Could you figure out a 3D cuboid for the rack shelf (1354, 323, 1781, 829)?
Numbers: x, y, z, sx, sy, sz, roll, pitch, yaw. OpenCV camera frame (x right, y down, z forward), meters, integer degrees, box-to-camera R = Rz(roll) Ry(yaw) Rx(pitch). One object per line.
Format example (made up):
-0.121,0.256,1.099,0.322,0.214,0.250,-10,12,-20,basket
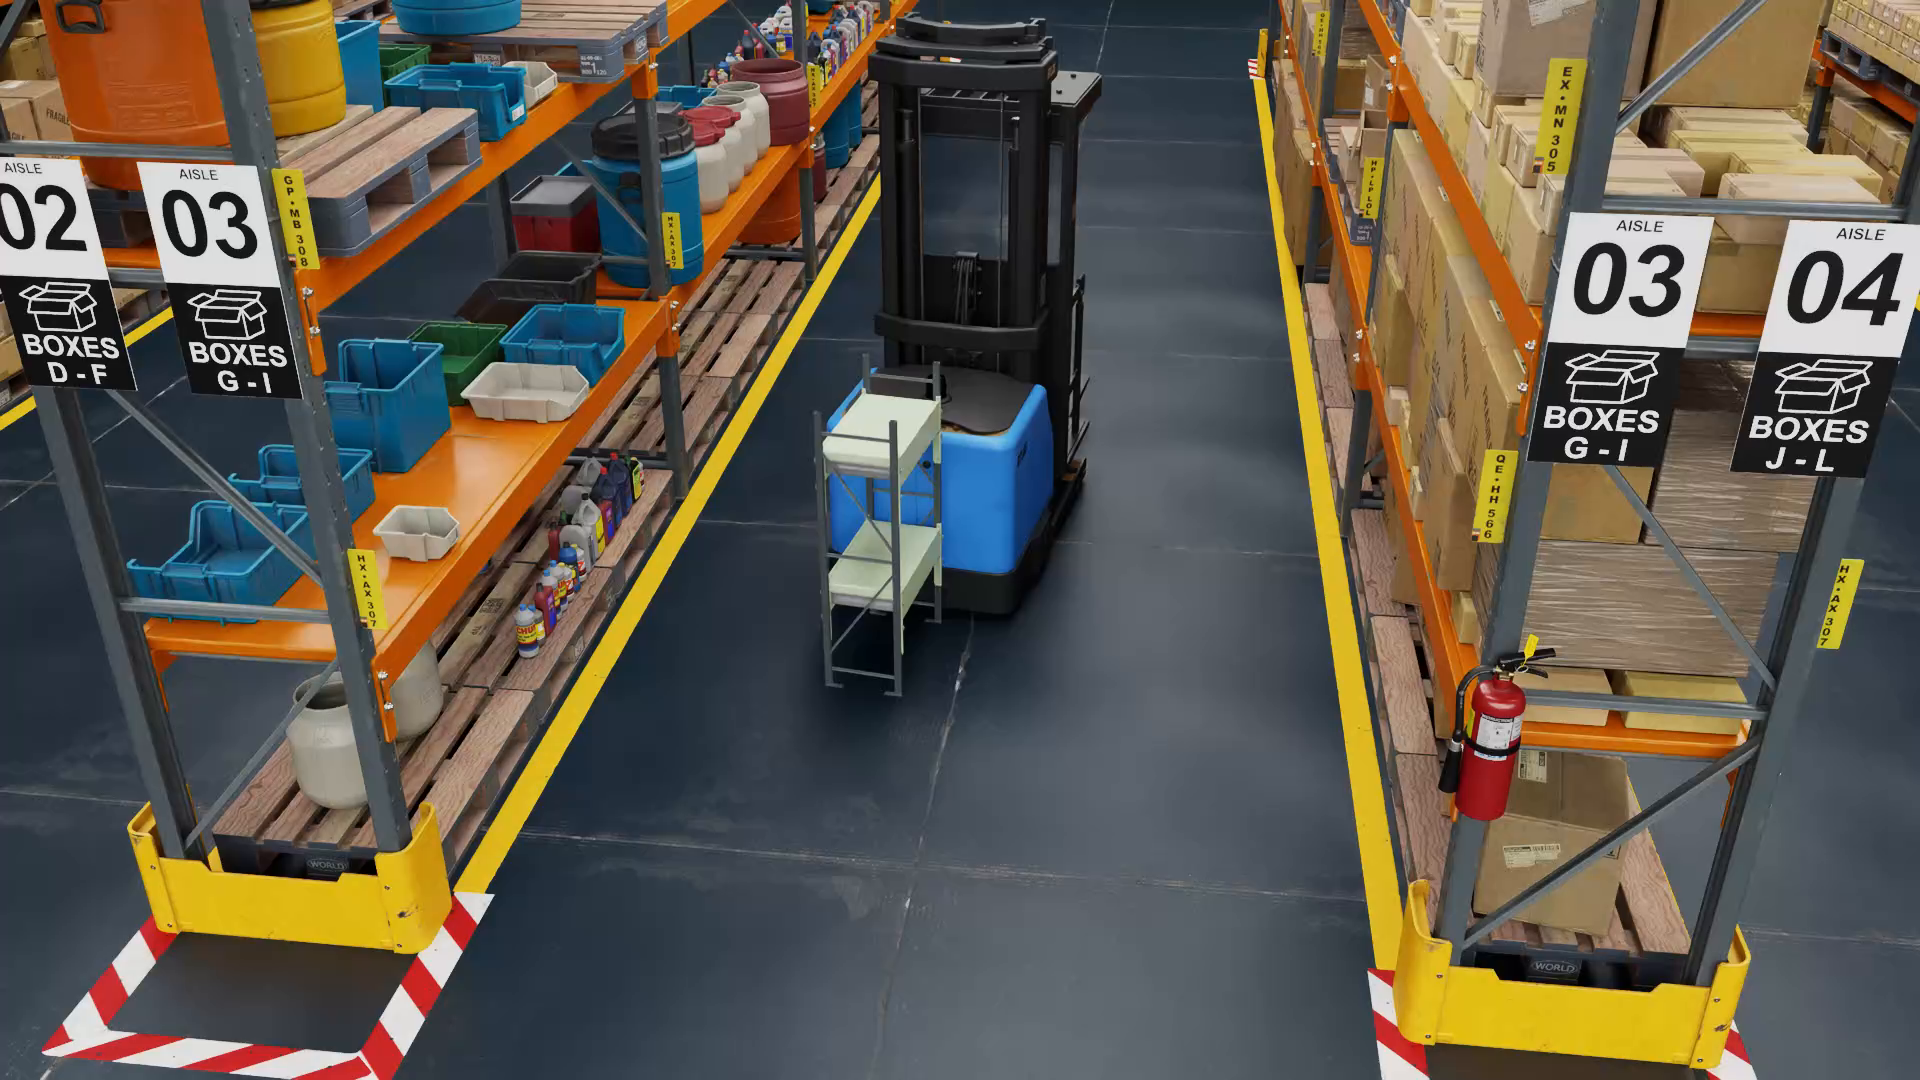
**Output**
2.492,-0.071,7.477,1.077,0.370,4.000,3,28,6,rack shelf

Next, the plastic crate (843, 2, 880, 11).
-0.999,-5.503,17.018,0.396,0.136,0.243,3,28,6,plastic crate

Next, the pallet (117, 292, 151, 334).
-6.895,-1.604,12.504,1.003,0.211,1.213,3,28,6,pallet

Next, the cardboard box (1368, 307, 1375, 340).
2.412,-1.135,8.958,0.380,0.149,0.250,3,28,6,cardboard box

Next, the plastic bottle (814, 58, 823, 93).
-1.196,-3.911,13.970,0.061,0.283,0.133,3,28,6,plastic bottle

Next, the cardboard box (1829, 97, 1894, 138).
8.275,-3.841,15.119,0.500,0.250,0.500,2,28,4,cardboard box

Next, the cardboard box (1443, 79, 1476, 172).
2.240,-1.655,6.655,0.500,0.250,0.500,3,28,5,cardboard box

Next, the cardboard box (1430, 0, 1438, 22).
2.427,-2.494,7.793,0.380,0.149,0.250,2,28,4,cardboard box

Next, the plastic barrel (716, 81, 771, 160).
-1.602,-3.052,12.135,0.421,0.512,0.421,0,28,0,plastic barrel

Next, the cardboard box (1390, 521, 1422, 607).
2.586,0.043,8.701,0.500,0.500,0.500,13,31,22,cardboard box

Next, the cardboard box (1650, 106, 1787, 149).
2.685,-1.473,5.896,0.380,0.149,0.250,3,28,6,cardboard box

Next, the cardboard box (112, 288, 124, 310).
-6.611,-1.780,12.348,0.500,0.250,0.500,4,29,7,cardboard box

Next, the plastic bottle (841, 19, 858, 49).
-1.032,-4.714,15.468,0.152,0.276,0.135,3,28,6,plastic bottle

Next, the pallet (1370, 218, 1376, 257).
2.975,-1.596,9.751,1.003,0.211,1.213,3,28,6,pallet

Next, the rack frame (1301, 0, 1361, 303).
3.227,-3.212,12.549,1.000,3.000,0.127,3,28,6,rack frame

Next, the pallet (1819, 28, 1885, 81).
8.390,-4.323,14.814,1.003,0.211,1.213,3,28,6,pallet

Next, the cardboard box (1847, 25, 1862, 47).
8.060,-4.426,14.625,0.380,0.149,0.250,4,29,7,cardboard box

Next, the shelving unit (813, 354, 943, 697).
-0.387,-0.074,8.305,0.431,1.500,0.755,7,29,13,shelving unit

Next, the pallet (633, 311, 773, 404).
-1.974,-1.337,12.009,1.003,0.211,1.213,3,28,6,pallet

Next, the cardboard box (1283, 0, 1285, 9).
3.524,-5.510,17.079,0.380,0.149,0.250,4,29,7,cardboard box

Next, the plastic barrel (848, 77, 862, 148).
-1.282,-4.388,16.503,0.600,0.901,0.708,3,28,6,plastic barrel

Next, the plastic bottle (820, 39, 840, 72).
-1.144,-4.283,14.667,0.152,0.276,0.135,3,28,6,plastic bottle

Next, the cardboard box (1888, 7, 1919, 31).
7.966,-4.328,13.815,0.380,0.149,0.250,4,29,8,cardboard box

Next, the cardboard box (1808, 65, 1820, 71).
9.096,-4.960,17.729,0.380,0.149,0.250,2,28,4,cardboard box

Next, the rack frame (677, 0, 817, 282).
-1.688,-3.500,13.083,1.000,3.000,0.127,3,28,6,rack frame

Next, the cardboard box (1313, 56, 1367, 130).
3.042,-3.502,12.983,0.500,0.500,0.500,4,29,8,cardboard box

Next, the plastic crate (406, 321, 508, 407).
-2.625,-0.901,8.483,0.450,0.188,0.662,3,28,6,plastic crate

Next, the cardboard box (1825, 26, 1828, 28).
8.430,-4.796,15.755,0.380,0.149,0.250,3,28,6,cardboard box

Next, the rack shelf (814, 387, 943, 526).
-0.387,-0.417,8.120,0.431,0.370,0.720,7,29,13,rack shelf

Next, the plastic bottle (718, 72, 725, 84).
-2.002,-3.789,13.830,0.097,0.201,0.097,0,28,0,plastic bottle

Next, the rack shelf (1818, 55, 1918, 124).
8.383,-3.501,13.844,1.077,0.370,4.000,3,28,6,rack shelf

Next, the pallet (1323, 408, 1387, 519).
2.831,-0.468,10.396,1.003,0.211,1.213,3,28,6,pallet

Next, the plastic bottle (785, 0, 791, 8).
-1.683,-5.120,16.215,0.061,0.283,0.133,3,28,6,plastic bottle

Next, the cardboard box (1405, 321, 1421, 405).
2.563,-0.821,7.692,0.875,0.500,0.500,3,28,6,cardboard box

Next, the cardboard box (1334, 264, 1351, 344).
3.110,-1.727,11.964,0.700,0.500,0.500,1,28,2,cardboard box

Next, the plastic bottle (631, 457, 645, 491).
-1.913,-0.390,9.797,0.097,0.201,0.097,0,28,0,plastic bottle

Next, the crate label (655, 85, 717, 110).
-2.078,-3.063,12.236,0.502,0.435,0.616,3,28,6,crate label

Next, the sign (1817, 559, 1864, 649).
2.786,0.204,5.295,0.100,0.325,0.005,3,28,6,sign

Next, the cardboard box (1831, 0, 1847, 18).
8.123,-4.805,15.015,0.380,0.149,0.250,4,29,7,cardboard box

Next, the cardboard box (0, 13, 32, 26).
-10.958,-5.990,19.214,0.380,0.149,0.250,2,28,5,cardboard box

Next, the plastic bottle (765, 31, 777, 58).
-1.697,-4.432,14.950,0.097,0.271,0.097,0,28,0,plastic bottle

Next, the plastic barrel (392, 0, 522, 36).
-2.407,-2.881,7.800,0.600,0.901,0.708,3,28,6,plastic barrel

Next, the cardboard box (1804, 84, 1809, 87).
8.479,-4.624,17.106,0.380,0.149,0.250,2,28,4,cardboard box

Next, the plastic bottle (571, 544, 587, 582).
-2.045,0.117,8.856,0.097,0.201,0.097,0,28,0,plastic bottle

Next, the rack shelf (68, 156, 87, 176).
-6.849,-2.531,12.044,1.077,0.370,4.000,3,28,6,rack shelf

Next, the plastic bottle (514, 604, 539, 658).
-2.137,0.438,8.187,0.097,0.271,0.097,0,28,0,plastic bottle

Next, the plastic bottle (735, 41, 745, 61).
-1.922,-4.201,14.509,0.061,0.283,0.133,3,28,6,plastic bottle

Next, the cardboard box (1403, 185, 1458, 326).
2.308,-1.276,7.483,0.500,0.500,0.500,3,28,6,cardboard box

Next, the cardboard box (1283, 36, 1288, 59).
4.097,-5.493,18.580,0.875,0.875,0.875,3,28,6,cardboard box

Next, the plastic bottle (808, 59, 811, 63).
-1.277,-3.902,13.966,0.097,0.271,0.097,0,28,0,plastic bottle

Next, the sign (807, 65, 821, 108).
-1.141,-3.543,12.991,0.100,0.325,0.005,3,28,6,sign

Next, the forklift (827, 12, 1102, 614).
0.163,-1.578,9.589,1.130,2.935,3.031,7,29,13,forklift

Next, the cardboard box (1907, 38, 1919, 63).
7.902,-3.947,13.423,0.380,0.149,0.250,4,29,7,cardboard box

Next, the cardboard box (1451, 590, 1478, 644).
2.088,0.280,6.332,0.380,0.149,0.250,3,28,6,cardboard box

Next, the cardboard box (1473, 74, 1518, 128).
2.138,-1.637,6.201,0.380,0.149,0.250,2,28,4,cardboard box

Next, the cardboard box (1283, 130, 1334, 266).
3.333,-2.785,13.554,1.225,0.875,0.875,2,28,4,cardboard box
